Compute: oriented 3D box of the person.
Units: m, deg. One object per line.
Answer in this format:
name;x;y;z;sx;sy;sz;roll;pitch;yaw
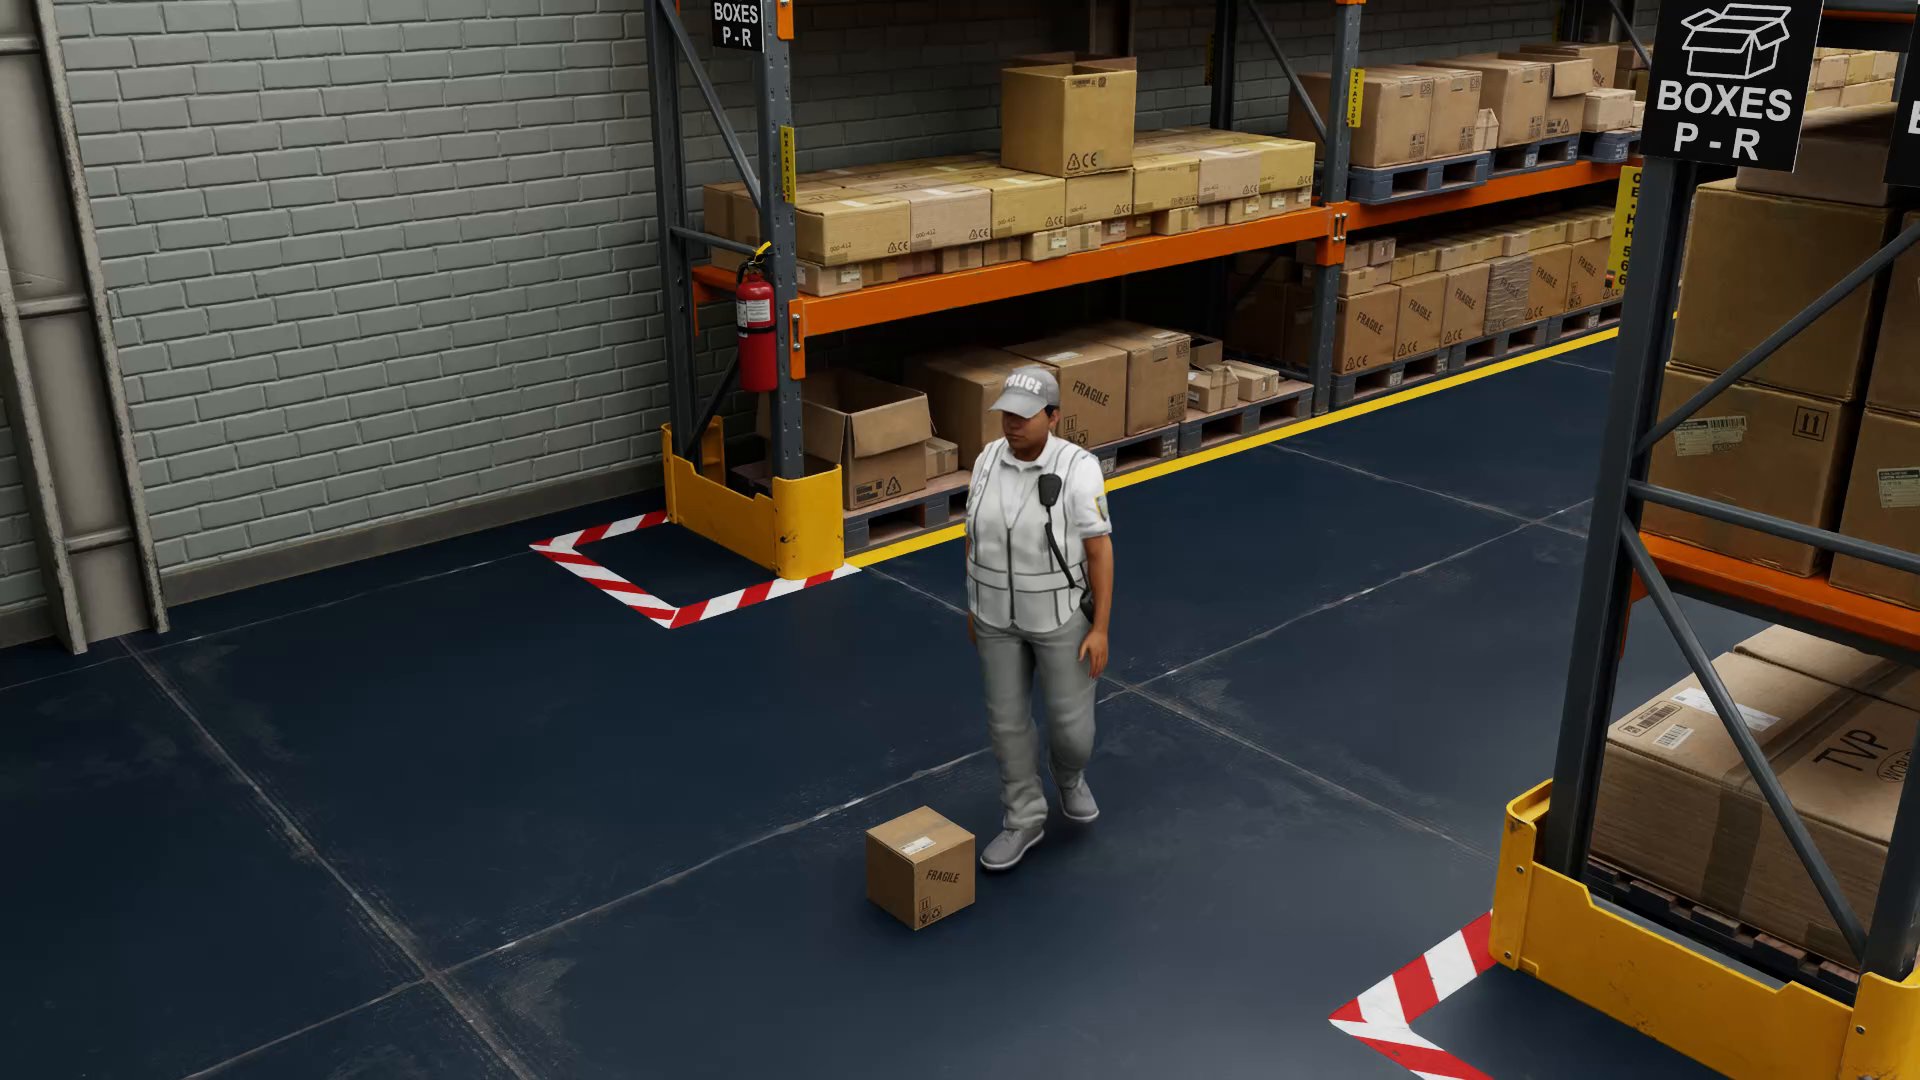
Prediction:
person;0.258;0.247;5.403;0.541;1.666;0.524;9;23;22
